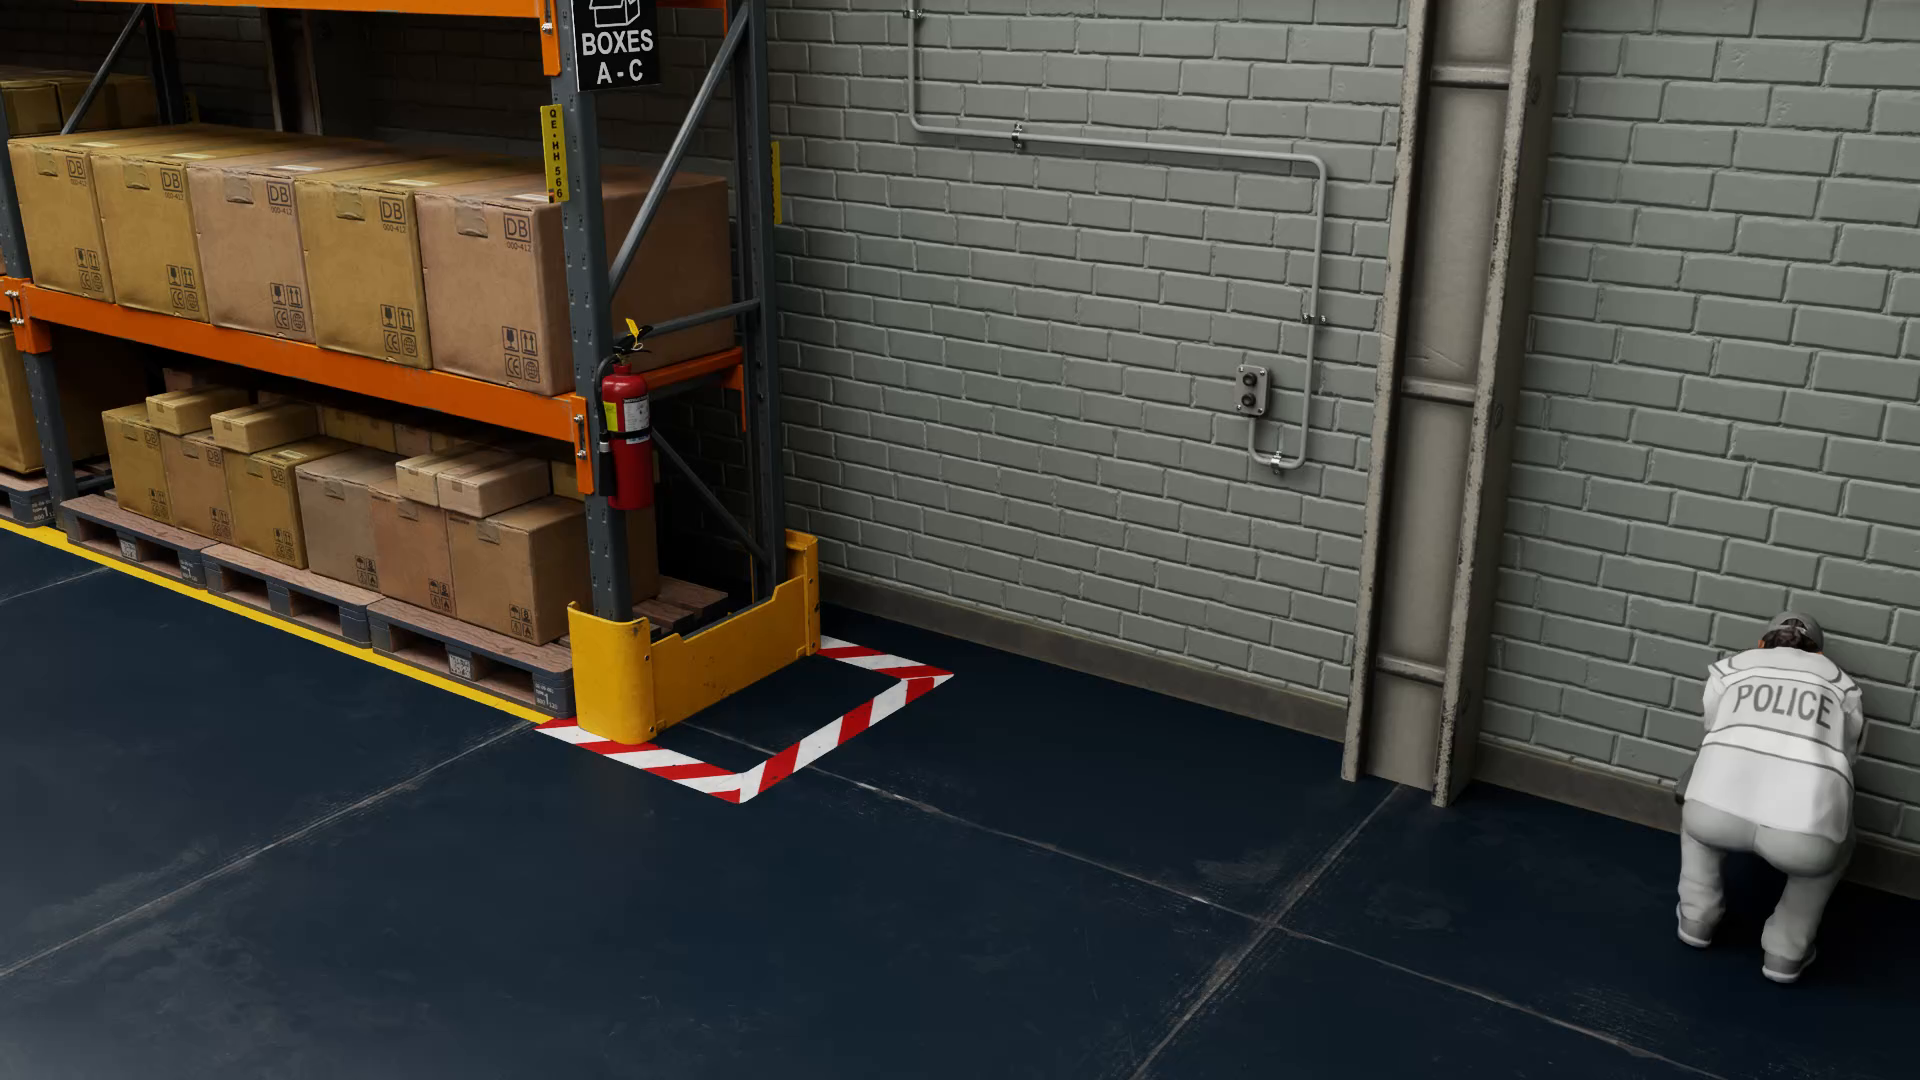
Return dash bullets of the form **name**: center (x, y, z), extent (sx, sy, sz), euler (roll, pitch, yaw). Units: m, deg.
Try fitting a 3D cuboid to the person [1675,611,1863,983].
- **person**: center (2.442, 0.773, 5.015), extent (0.499, 0.943, 0.886), euler (12, 23, 30)
